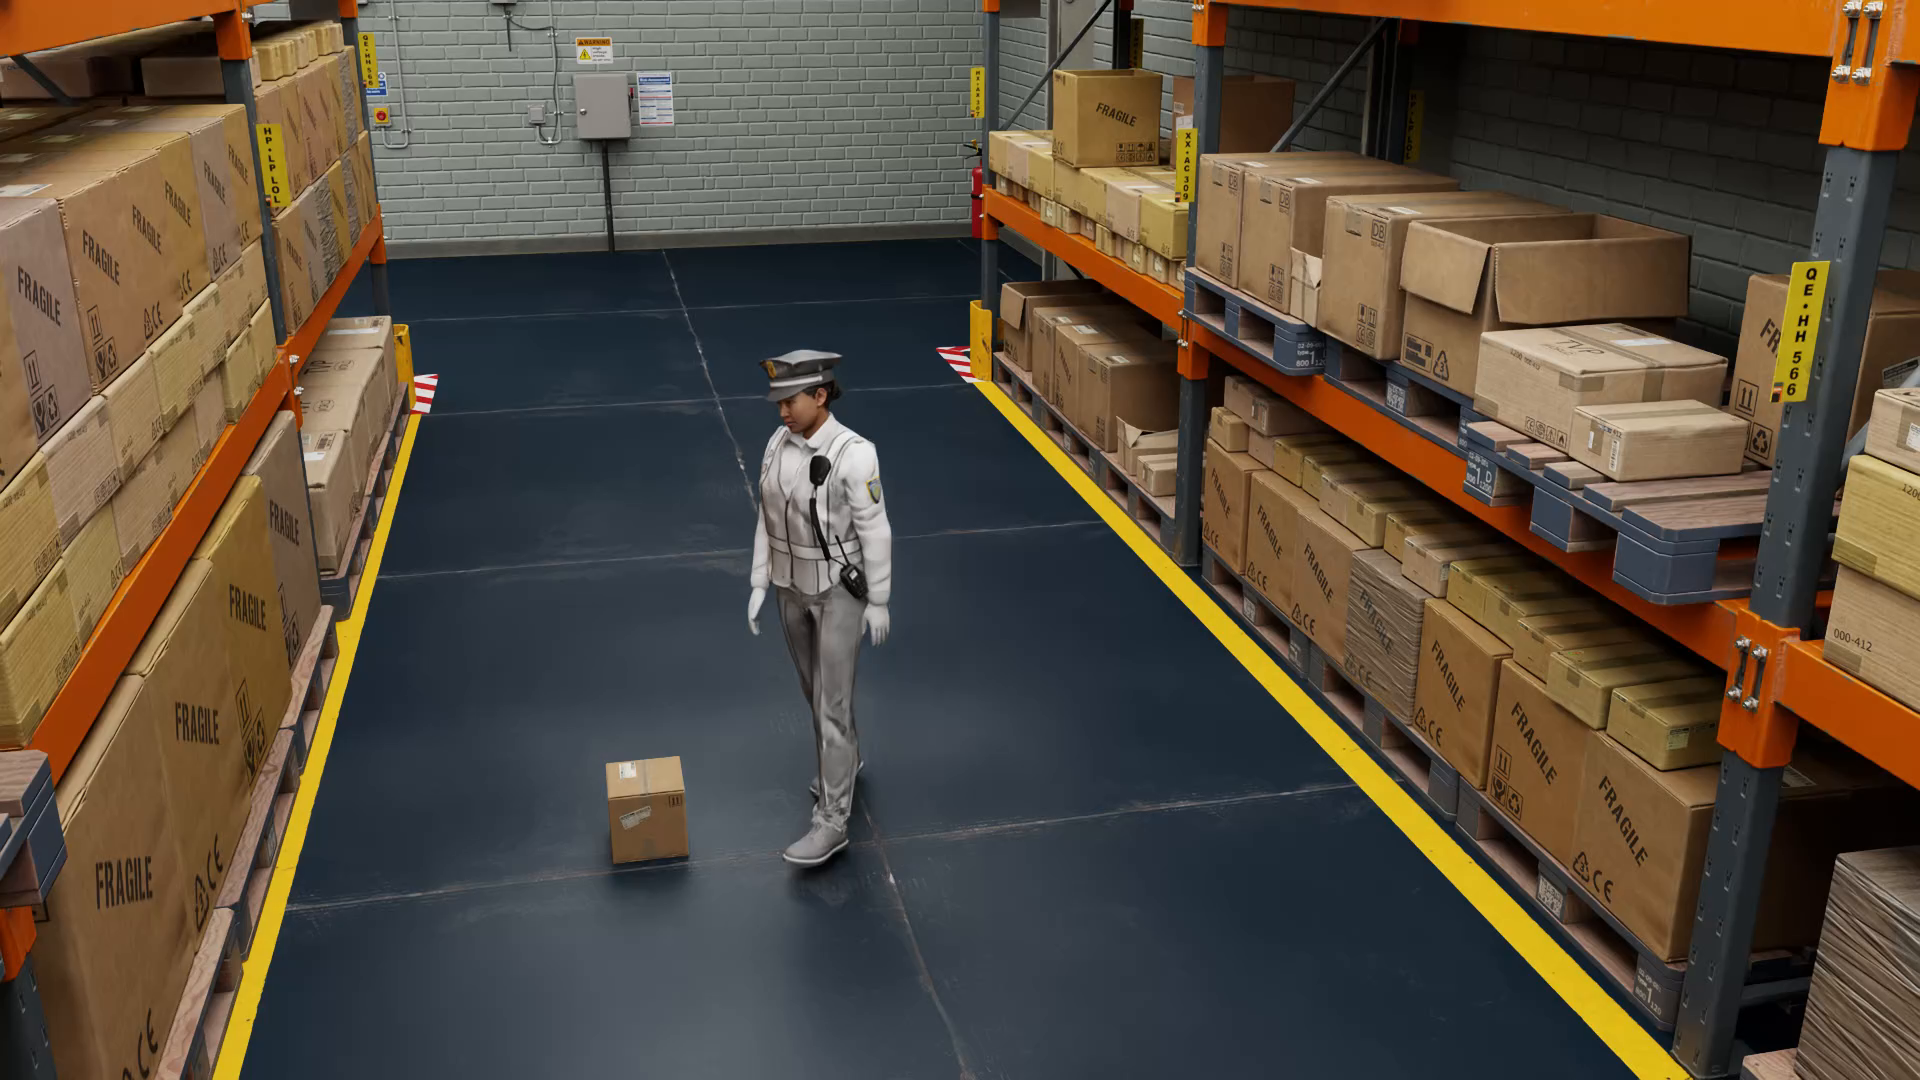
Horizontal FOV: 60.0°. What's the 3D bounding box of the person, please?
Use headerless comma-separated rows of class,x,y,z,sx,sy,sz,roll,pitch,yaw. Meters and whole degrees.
person,-0.490,0.189,5.504,0.520,1.637,0.699,16,25,37
